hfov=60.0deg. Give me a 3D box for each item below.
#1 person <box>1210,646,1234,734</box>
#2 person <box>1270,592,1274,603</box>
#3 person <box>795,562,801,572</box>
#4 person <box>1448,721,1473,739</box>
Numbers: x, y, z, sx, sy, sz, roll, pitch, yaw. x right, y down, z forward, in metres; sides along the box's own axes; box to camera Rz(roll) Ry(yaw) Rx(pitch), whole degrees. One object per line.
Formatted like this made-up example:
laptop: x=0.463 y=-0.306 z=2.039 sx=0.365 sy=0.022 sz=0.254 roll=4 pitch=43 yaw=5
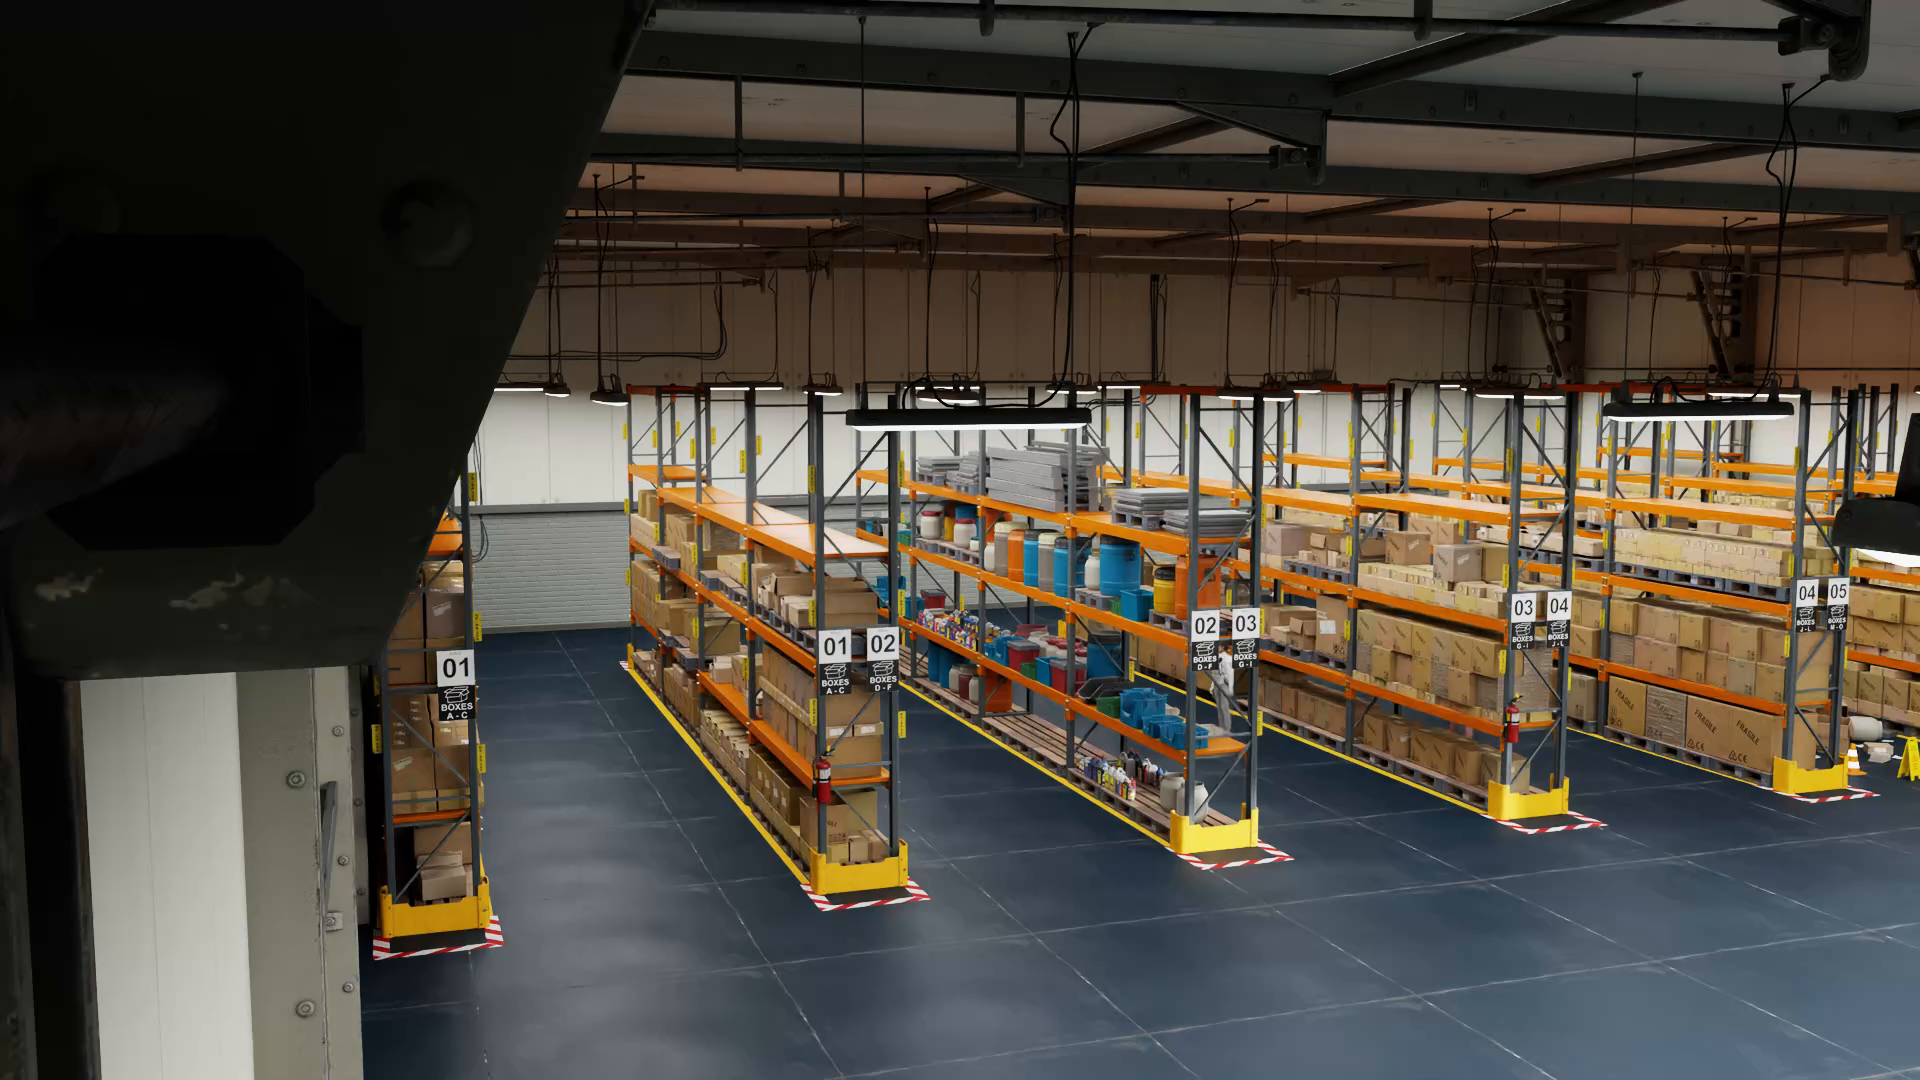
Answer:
person: x=4.506 y=2.551 z=28.631 sx=0.376 sy=1.713 sz=0.597 roll=-2 pitch=6 yaw=-23
person: x=6.424 y=1.939 z=34.144 sx=0.490 sy=1.802 sz=0.630 roll=2 pitch=6 yaw=16
person: x=-3.905 y=1.361 z=39.969 sx=0.592 sy=1.694 sz=0.934 roll=2 pitch=6 yaw=19
person: x=8.472 y=2.584 z=28.160 sx=0.397 sy=1.674 sz=0.501 roll=-5 pitch=8 yaw=-39
